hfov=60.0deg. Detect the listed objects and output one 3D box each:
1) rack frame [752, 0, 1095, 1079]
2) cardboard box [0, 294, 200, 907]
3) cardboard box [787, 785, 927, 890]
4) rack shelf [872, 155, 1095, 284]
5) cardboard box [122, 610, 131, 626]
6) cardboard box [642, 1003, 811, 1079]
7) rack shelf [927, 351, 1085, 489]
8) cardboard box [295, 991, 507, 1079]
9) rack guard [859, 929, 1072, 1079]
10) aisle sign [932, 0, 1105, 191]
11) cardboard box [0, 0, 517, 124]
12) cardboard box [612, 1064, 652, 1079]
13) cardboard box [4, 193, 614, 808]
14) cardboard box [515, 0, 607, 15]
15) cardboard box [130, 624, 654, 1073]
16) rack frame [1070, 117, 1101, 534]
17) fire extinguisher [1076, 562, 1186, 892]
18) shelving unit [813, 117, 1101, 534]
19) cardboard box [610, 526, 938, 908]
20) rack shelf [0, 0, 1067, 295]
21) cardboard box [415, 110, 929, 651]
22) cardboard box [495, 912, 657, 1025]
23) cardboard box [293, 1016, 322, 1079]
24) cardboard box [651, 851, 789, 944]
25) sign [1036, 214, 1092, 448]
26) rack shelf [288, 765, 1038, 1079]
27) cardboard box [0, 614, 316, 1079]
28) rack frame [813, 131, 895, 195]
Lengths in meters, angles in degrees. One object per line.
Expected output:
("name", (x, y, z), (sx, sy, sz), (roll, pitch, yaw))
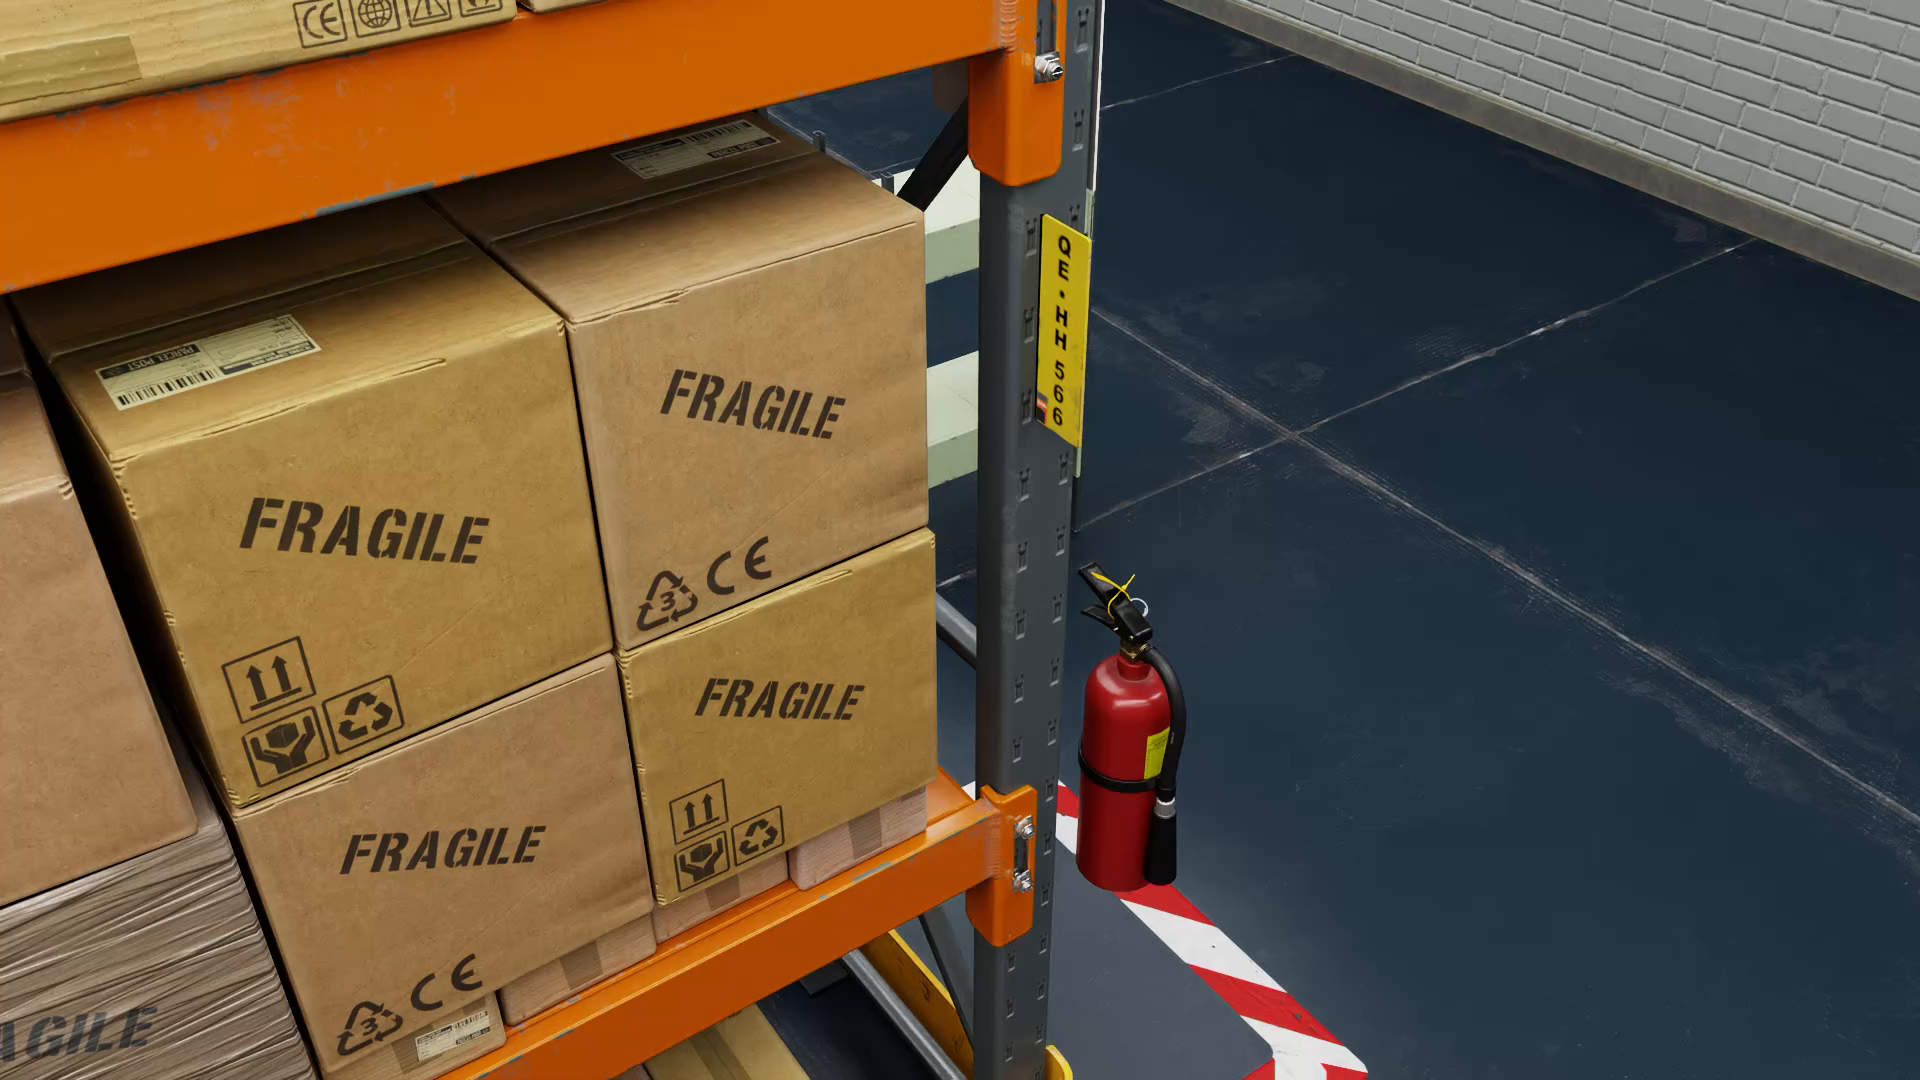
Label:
("rack frame", (-0.161, 0.040, 3.125), (0.127, 3.000, 1.000), (-22, 41, -28))
("cardboard box", (-1.225, 0.095, 1.852), (0.500, 0.500, 0.500), (-20, 40, -26))
("cardboard box", (-0.264, 0.387, 2.858), (0.250, 0.149, 0.380), (-22, 41, -28))
("rack shelf", (-0.005, -0.923, 5.081), (0.720, 0.370, 0.431), (-22, 41, -28))
("cardboard box", (-1.109, 0.090, 2.715), (0.500, 0.500, 0.500), (-22, 41, -28))
("cardboard box", (-0.447, 1.085, 3.245), (0.250, 0.149, 0.380), (-22, 41, -27))
("rack shelf", (-0.005, -0.342, 5.499), (0.720, 0.370, 0.431), (-22, 41, -28))
("cardboard box", (-0.881, 0.641, 2.505), (0.250, 0.149, 0.380), (-21, 41, -27))
("rack guard", (-0.223, 1.081, 3.819), (0.348, 0.500, 1.175), (-22, 41, -28))
("aisle sign", (0.072, -0.896, 2.201), (0.004, 0.787, 0.394), (-22, 41, -28))
("cardboard box", (-0.793, -0.662, 1.661), (0.500, 0.250, 0.500), (-22, 41, -28))
("cardboard box", (-0.686, 1.142, 3.166), (0.250, 0.149, 0.380), (-22, 41, -27))
("cardboard box", (-0.805, -0.084, 2.101), (0.500, 0.500, 0.500), (-24, 42, -29))
("cardboard box", (-0.380, -0.837, 1.905), (0.500, 0.250, 0.500), (-23, 42, -29))
("cardboard box", (-0.804, 0.324, 2.391), (0.500, 0.500, 0.500), (-23, 42, -29))
("rack frame", (0.294, -0.730, 5.480), (0.023, 1.500, 0.400), (-22, 41, -28))
("fire extinguisher", (0.311, 0.359, 3.068), (0.183, 0.674, 0.296), (-22, 41, -28))
("shelving unit", (-0.005, -0.607, 5.309), (0.755, 1.500, 0.431), (-22, 41, -28))
("cardboard box", (-0.380, 0.153, 2.628), (0.500, 0.500, 0.500), (-21, 41, -27))
("rack shelf", (-1.795, -0.213, 1.524), (4.000, 0.370, 1.077), (-22, 41, -28))
("cardboard box", (-0.391, -0.254, 2.338), (0.500, 0.500, 0.500), (-23, 42, -29))
("cardboard box", (-0.685, 0.544, 2.640), (0.250, 0.149, 0.380), (-23, 42, -28))
("cardboard box", (-1.113, 0.716, 2.401), (0.250, 0.149, 0.380), (-24, 42, -30))
("cardboard box", (-0.489, 0.453, 2.767), (0.250, 0.149, 0.380), (-22, 41, -28))
("sign", (0.143, -0.286, 2.317), (0.005, 0.325, 0.100), (-22, 41, -28))
("rack shelf", (-1.795, 1.005, 2.400), (4.000, 0.370, 1.077), (-22, 41, -28))
("cardboard box", (-1.212, 0.499, 2.147), (0.500, 0.500, 0.500), (-22, 41, -28))
("rack frame", (-0.305, -0.484, 5.138), (0.023, 1.500, 0.400), (-22, 41, -28))
